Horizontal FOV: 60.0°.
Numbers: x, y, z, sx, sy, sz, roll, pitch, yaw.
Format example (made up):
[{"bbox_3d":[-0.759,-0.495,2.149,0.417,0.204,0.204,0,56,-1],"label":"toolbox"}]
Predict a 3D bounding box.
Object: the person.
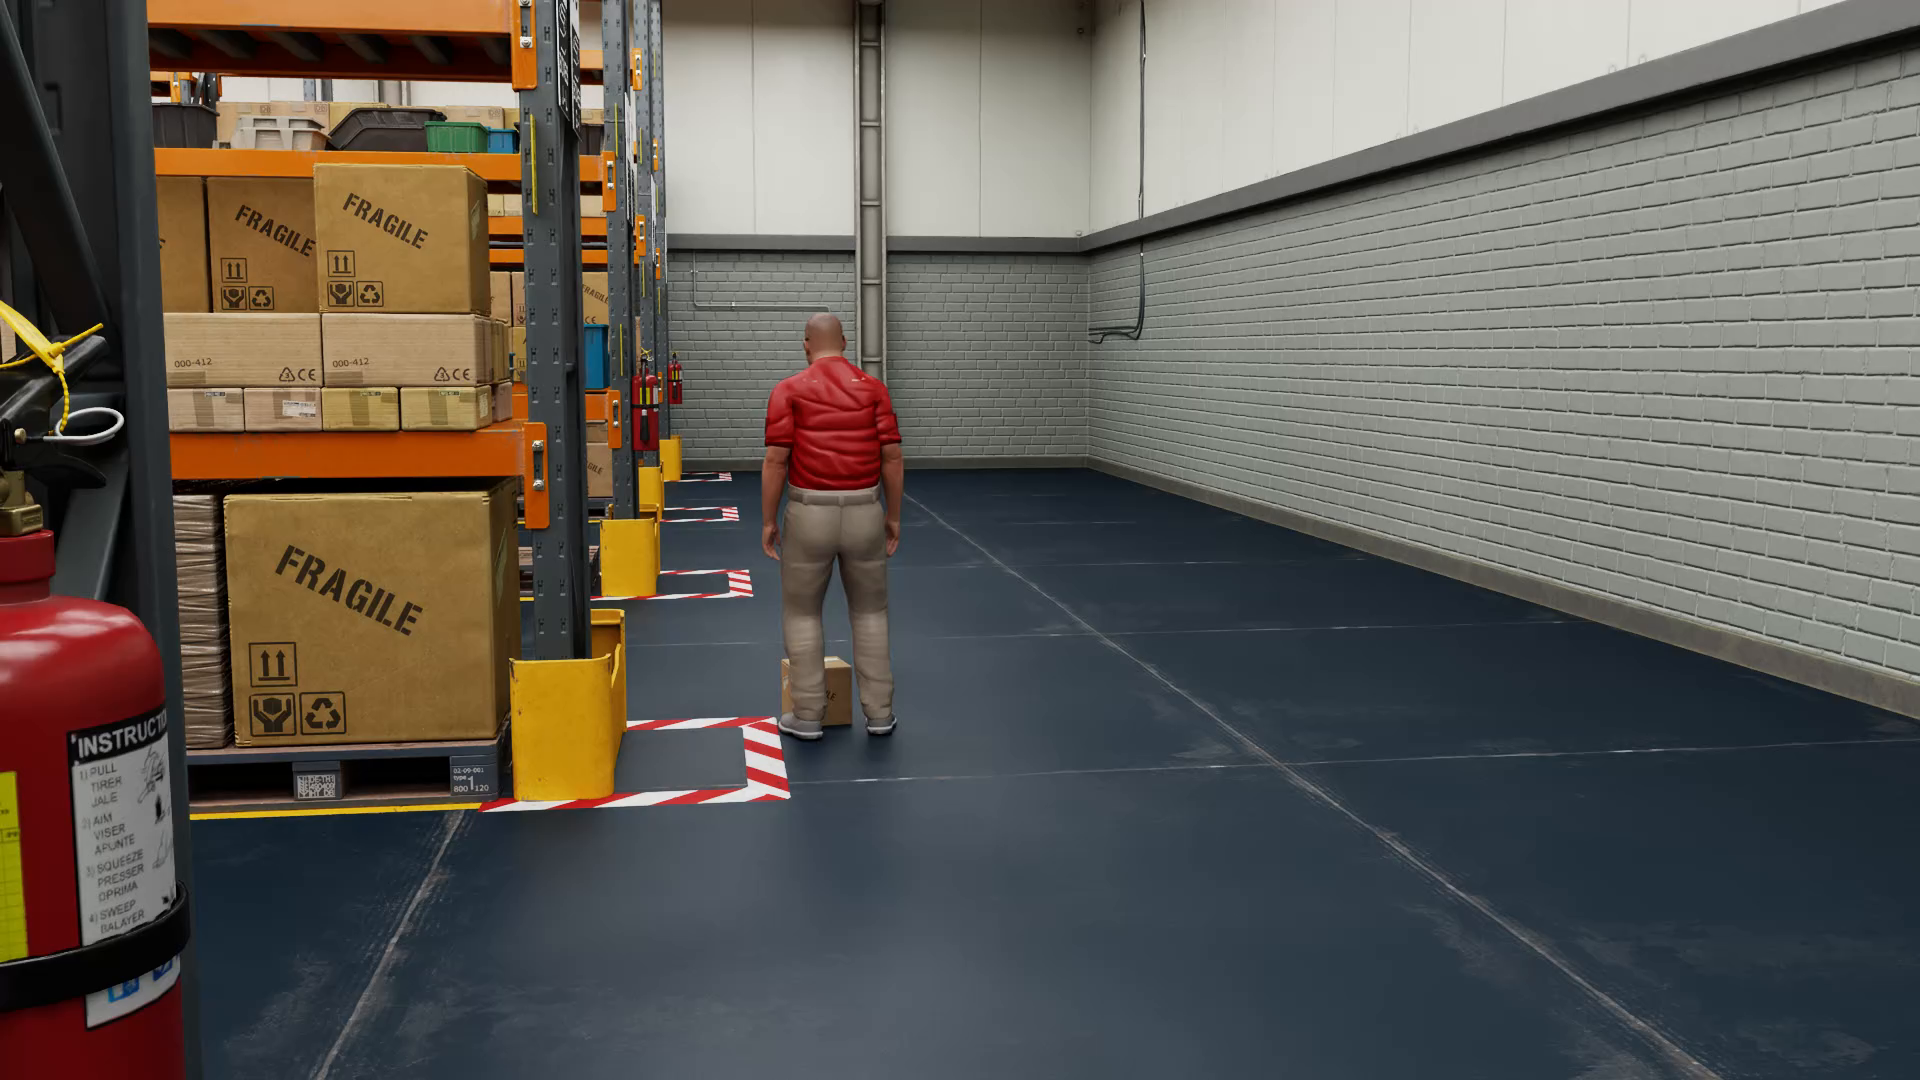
[{"bbox_3d":[-0.521,-0.060,6.802,0.587,1.727,0.398,-2,7,-15],"label":"person"}]
